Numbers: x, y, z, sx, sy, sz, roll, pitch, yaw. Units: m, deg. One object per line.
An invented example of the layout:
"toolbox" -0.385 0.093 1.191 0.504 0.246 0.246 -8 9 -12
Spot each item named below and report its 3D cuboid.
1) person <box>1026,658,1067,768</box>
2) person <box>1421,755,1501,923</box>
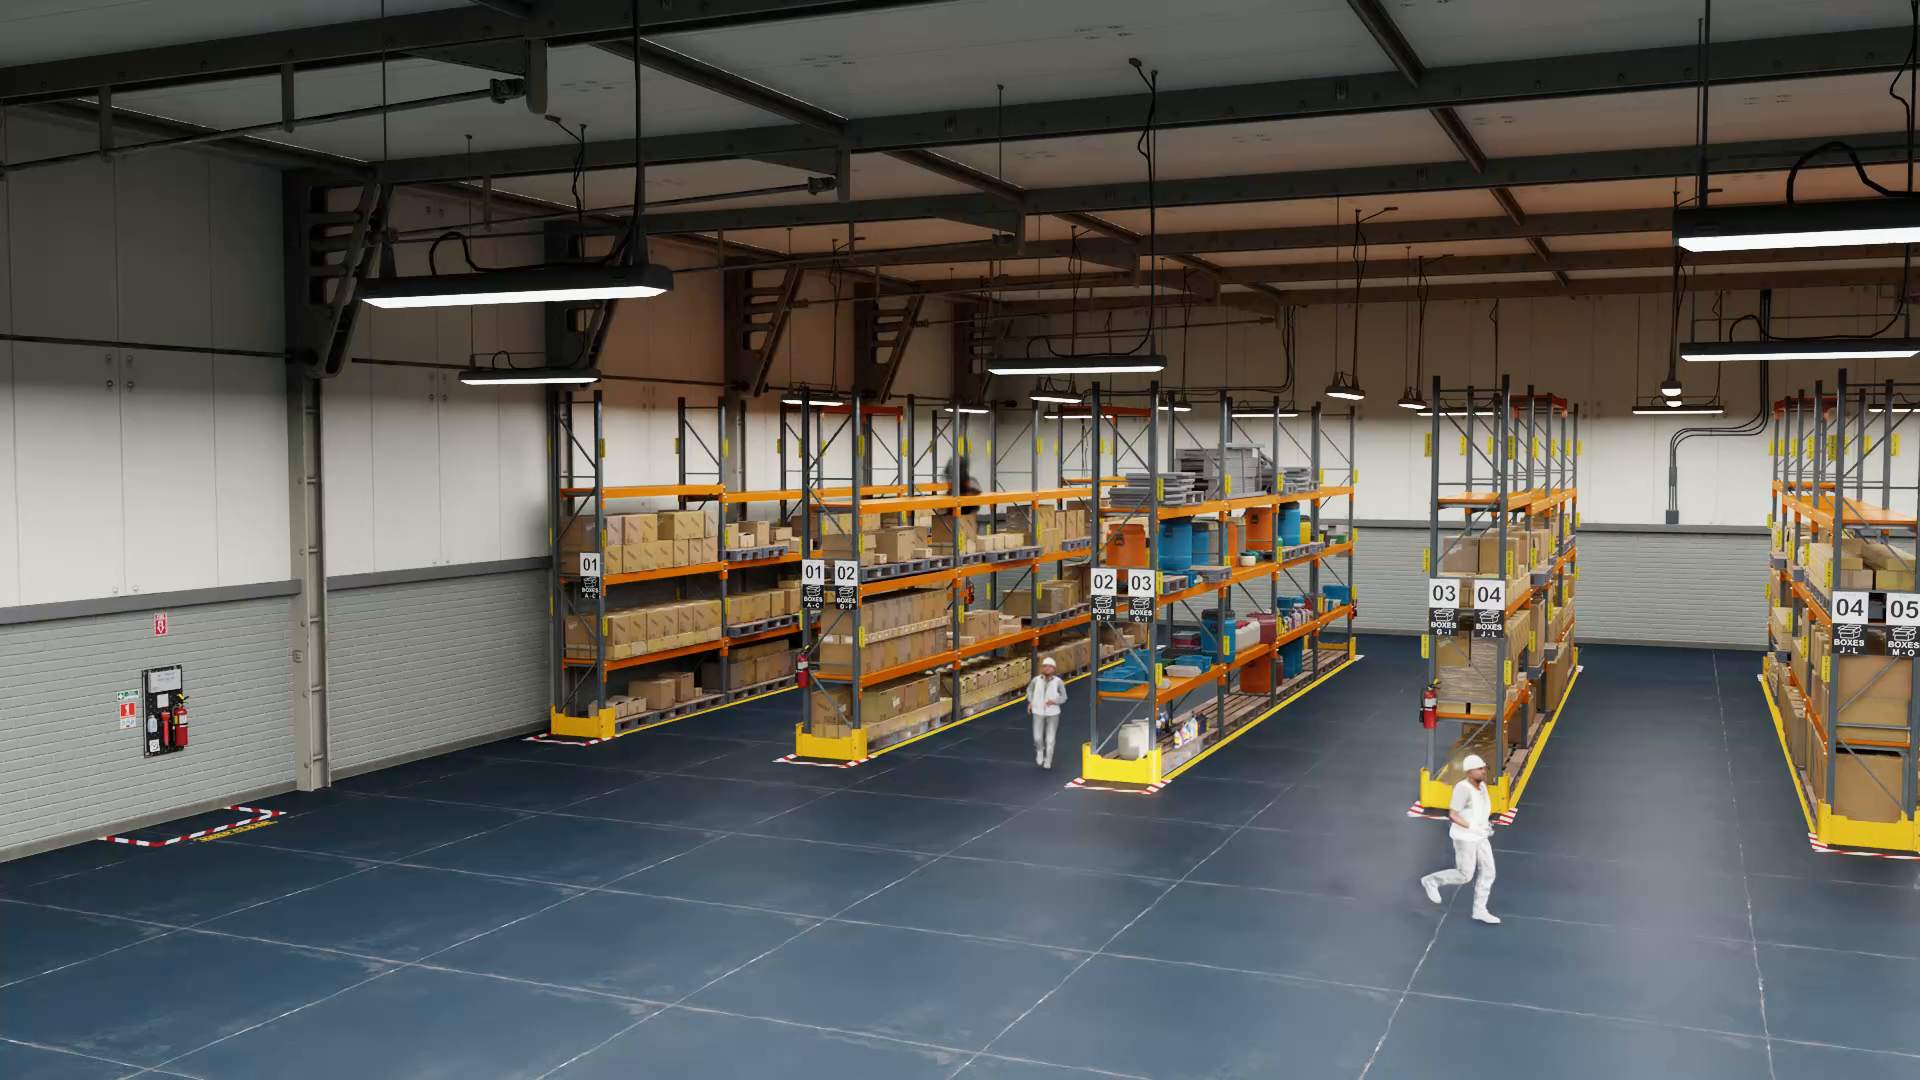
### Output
"person" 1.336 2.700 25.864 0.660 1.729 0.575 0 3 7
"person" 5.358 3.147 17.699 0.857 1.753 0.671 3 4 45
